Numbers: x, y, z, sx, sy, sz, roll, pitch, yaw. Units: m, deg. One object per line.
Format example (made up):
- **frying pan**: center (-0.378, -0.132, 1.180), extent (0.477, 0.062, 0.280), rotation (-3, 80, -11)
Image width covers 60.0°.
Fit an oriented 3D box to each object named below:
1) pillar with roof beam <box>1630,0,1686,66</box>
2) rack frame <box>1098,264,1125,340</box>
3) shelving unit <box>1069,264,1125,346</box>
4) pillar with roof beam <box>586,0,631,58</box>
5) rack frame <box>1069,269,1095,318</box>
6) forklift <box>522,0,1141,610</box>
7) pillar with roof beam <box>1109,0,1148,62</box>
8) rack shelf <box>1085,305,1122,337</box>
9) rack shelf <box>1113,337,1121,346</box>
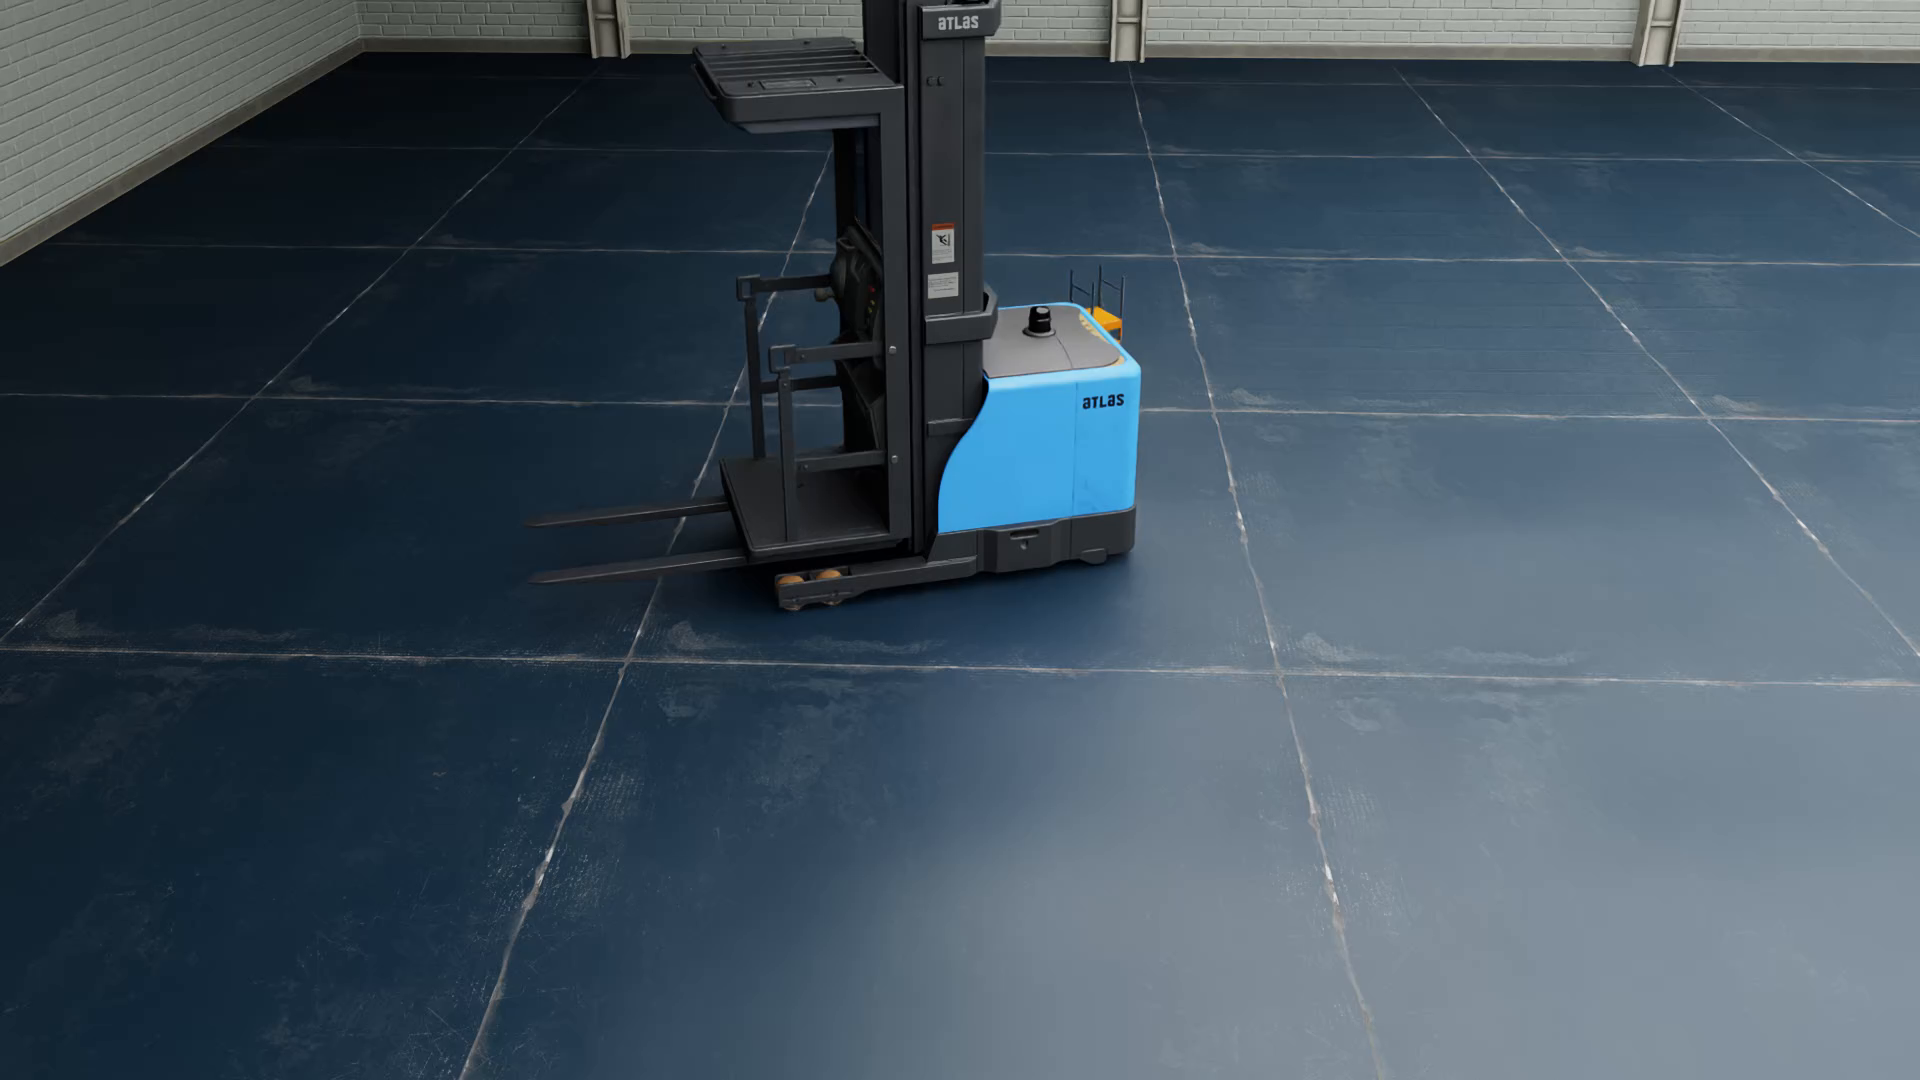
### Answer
- **pillar with roof beam**: center (7.769, -7.423, 13.145), extent (0.400, 9.000, 9.100), rotation (1, 28, 2)
- **rack frame**: center (0.813, -0.914, 9.193), extent (0.006, 1.200, 0.240), rotation (-14, 31, -25)
- **shelving unit**: center (0.732, -0.894, 9.155), extent (0.189, 1.200, 0.258), rotation (-14, 31, -25)
- **pillar with roof beam**: center (-4.223, -7.621, 13.519), extent (0.400, 9.000, 9.100), rotation (1, 28, 2)
- **rack frame**: center (0.652, -0.873, 9.116), extent (0.006, 1.200, 0.240), rotation (-14, 31, -25)
- **forklift**: center (-0.677, -1.228, 7.938), extent (3.031, 2.935, 1.130), rotation (-7, 29, -13)
- **pillar with roof beam**: center (1.773, -7.522, 13.332), extent (0.400, 9.000, 9.100), rotation (1, 28, 2)
- **rack shelf**: center (0.733, -1.172, 9.007), extent (0.180, 0.103, 0.258), rotation (-14, 31, -25)
- **rack shelf**: center (0.733, -1.066, 9.063), extent (0.180, 0.103, 0.258), rotation (-14, 31, -25)
